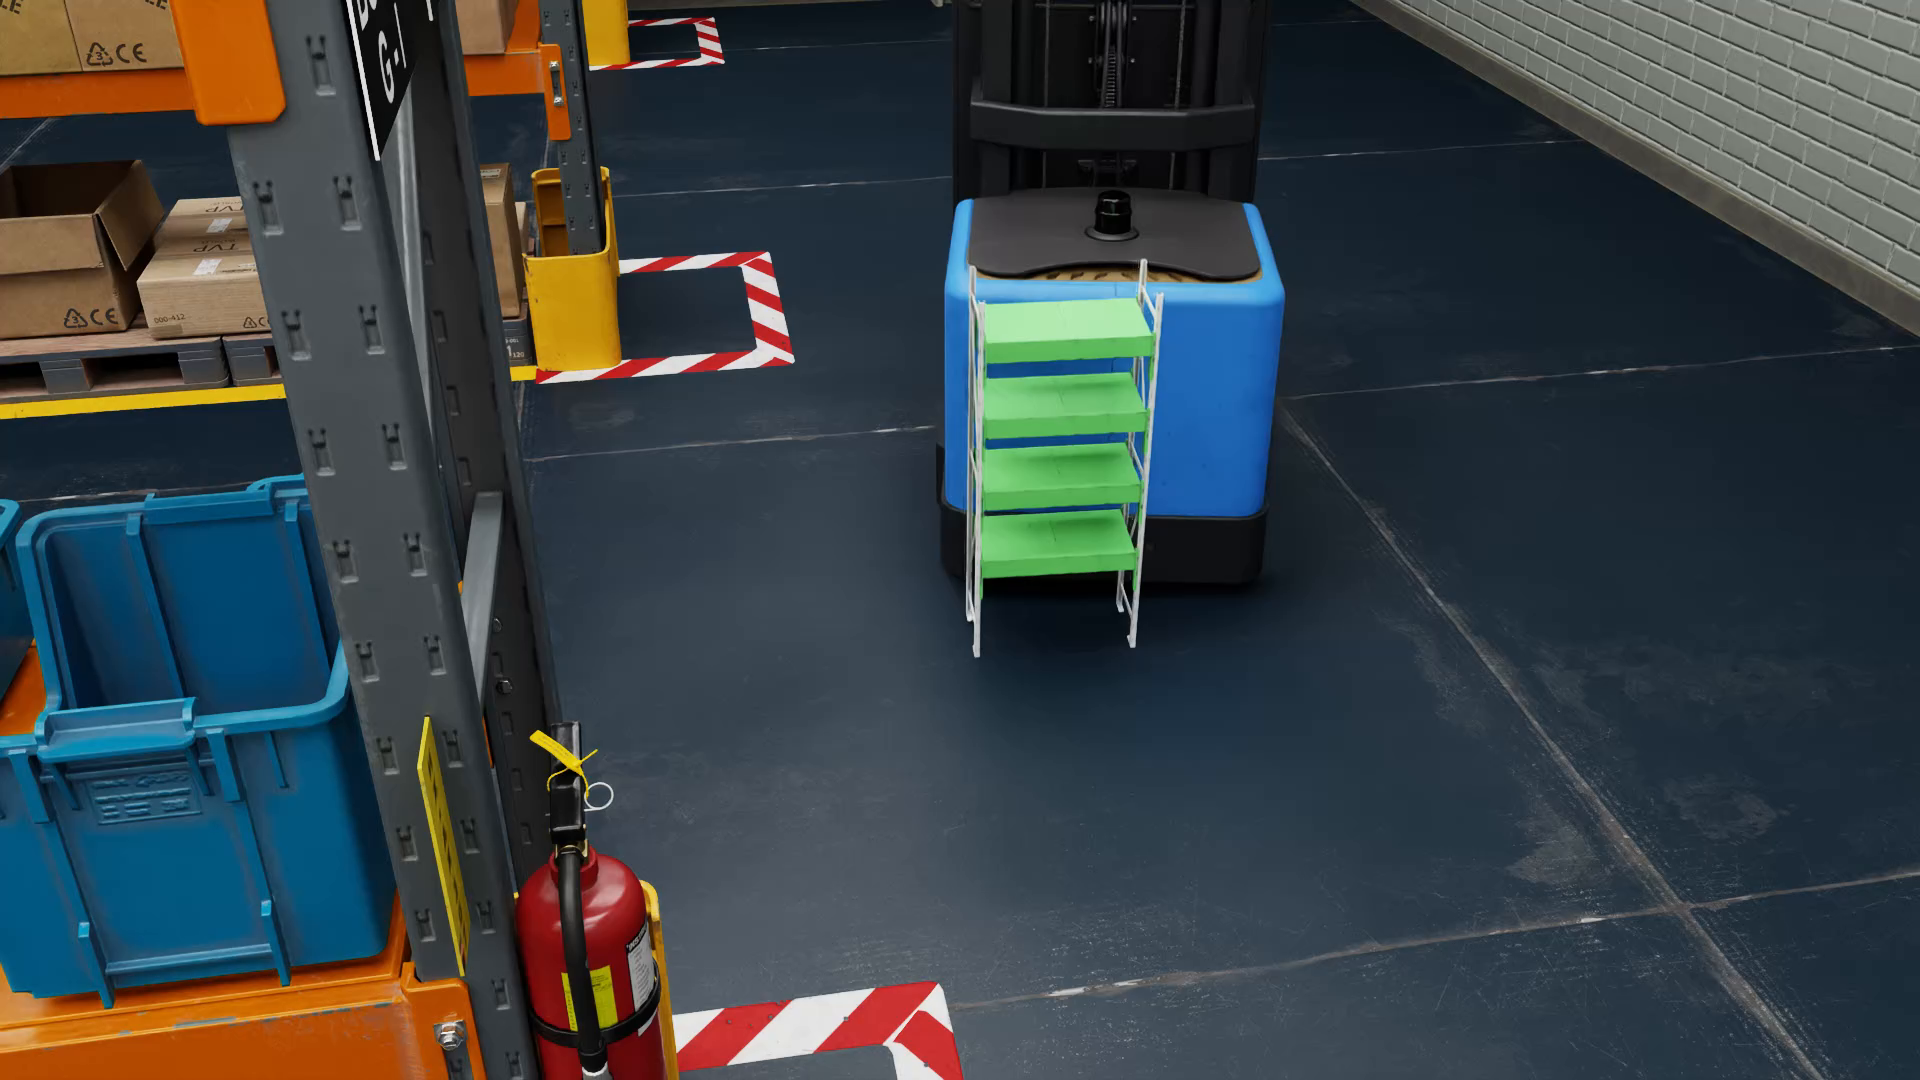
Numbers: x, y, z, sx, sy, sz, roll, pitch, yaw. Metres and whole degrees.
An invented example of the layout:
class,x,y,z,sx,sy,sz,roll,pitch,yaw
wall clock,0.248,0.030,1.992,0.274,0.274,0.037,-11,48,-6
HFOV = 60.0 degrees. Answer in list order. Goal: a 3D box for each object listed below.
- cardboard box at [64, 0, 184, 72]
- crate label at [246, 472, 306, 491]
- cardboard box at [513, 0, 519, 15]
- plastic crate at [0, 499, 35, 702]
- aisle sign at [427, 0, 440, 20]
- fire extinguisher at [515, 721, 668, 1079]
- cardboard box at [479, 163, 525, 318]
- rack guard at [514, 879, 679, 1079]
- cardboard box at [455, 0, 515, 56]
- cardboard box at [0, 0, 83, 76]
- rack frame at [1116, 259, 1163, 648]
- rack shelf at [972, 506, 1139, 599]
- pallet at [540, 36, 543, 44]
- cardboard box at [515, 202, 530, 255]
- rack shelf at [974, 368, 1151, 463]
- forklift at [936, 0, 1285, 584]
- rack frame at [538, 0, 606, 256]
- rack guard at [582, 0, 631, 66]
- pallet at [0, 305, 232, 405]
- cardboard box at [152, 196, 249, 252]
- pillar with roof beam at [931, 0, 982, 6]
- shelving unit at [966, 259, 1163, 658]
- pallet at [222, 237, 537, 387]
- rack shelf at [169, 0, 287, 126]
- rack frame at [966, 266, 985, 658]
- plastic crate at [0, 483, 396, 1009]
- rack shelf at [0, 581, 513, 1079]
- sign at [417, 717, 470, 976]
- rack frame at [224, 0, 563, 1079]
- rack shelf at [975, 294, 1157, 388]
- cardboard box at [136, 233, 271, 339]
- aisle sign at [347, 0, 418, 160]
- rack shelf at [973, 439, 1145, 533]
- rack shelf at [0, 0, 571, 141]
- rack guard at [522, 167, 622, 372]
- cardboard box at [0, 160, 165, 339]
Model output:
class,x,y,z,sx,sy,sz,roll,pitch,yaw
cardboard box,-3.015,-2.075,6.222,0.500,0.500,0.500,-5,31,-9
crate label,-1.035,0.074,2.771,0.303,0.233,0.416,-5,31,-9
cardboard box,-2.106,-2.435,6.833,0.500,0.500,0.500,-5,31,-8
plastic crate,-1.683,0.134,2.669,0.300,0.233,0.416,-5,31,-9
aisle sign,-0.716,-1.106,2.107,0.004,0.787,0.394,-5,31,-9
fire extinguisher,-0.503,0.576,2.255,0.183,0.674,0.296,-5,31,-9
cardboard box,-2.112,-1.241,6.933,0.500,0.500,0.500,-5,31,-9
rack guard,-0.712,1.238,3.151,0.348,0.500,1.175,-5,31,-9
cardboard box,-2.013,-2.167,6.378,0.500,0.500,0.500,-4,31,-7
cardboard box,-3.510,-2.030,6.144,0.500,0.500,0.500,-6,31,-10
rack frame,0.528,-0.231,4.944,0.015,1.200,0.240,-3,34,-5
rack shelf,0.284,0.036,5.089,0.480,0.148,0.258,-3,34,-5
pallet,-3.290,-3.456,11.420,1.213,0.211,1.003,-5,31,-9
cardboard box,-2.095,-1.395,7.541,0.250,0.149,0.380,-5,31,-9
rack shelf,0.287,-0.363,4.823,0.480,0.148,0.258,-3,34,-5
forklift,0.527,-1.836,5.981,1.130,2.935,3.031,1,30,2
rack frame,-1.622,-2.301,6.704,0.127,3.000,1.000,-5,31,-9
rack guard,-2.494,-3.695,11.541,0.348,0.500,1.175,-5,31,-9
pallet,-3.678,-0.909,7.088,1.213,0.211,1.003,-5,31,-9
cardboard box,-3.191,-1.306,7.290,0.500,0.250,0.500,-5,31,-9
pillar with roof beam,0.758,-5.888,6.885,0.400,9.000,9.100,-5,31,-9
shelving unit,0.286,-0.217,4.921,0.503,1.200,0.258,-3,34,-5
pallet,-2.480,-1.019,7.274,1.213,0.211,1.003,-5,31,-9
rack shelf,-2.700,-0.631,1.615,4.000,0.370,1.077,-5,31,-9
rack frame,0.043,-0.203,4.898,0.015,1.200,0.240,-3,34,-5
plastic crate,-1.029,0.252,2.269,0.499,0.435,0.616,-5,31,-9
rack shelf,-2.700,0.662,2.375,4.000,0.370,1.077,-5,31,-9
sign,-0.618,0.372,1.998,0.005,0.325,0.100,-5,31,-9
rack frame,-0.733,0.171,2.500,0.053,2.616,0.949,-5,31,-9
rack shelf,0.288,-0.563,4.690,0.480,0.148,0.258,-3,34,-5
cardboard box,-3.052,-1.061,6.874,0.500,0.250,0.500,-5,31,-9
aisle sign,-0.610,-0.812,1.607,0.004,0.787,0.394,-5,31,-9
rack shelf,0.285,-0.164,4.956,0.480,0.148,0.258,-3,34,-5
rack shelf,-3.589,-1.808,6.576,4.000,0.370,1.077,-5,31,-9
rack guard,-1.696,-1.216,7.326,0.348,0.500,1.175,-5,31,-9
cardboard box,-3.709,-1.223,6.900,0.637,0.503,0.797,-5,31,-9
